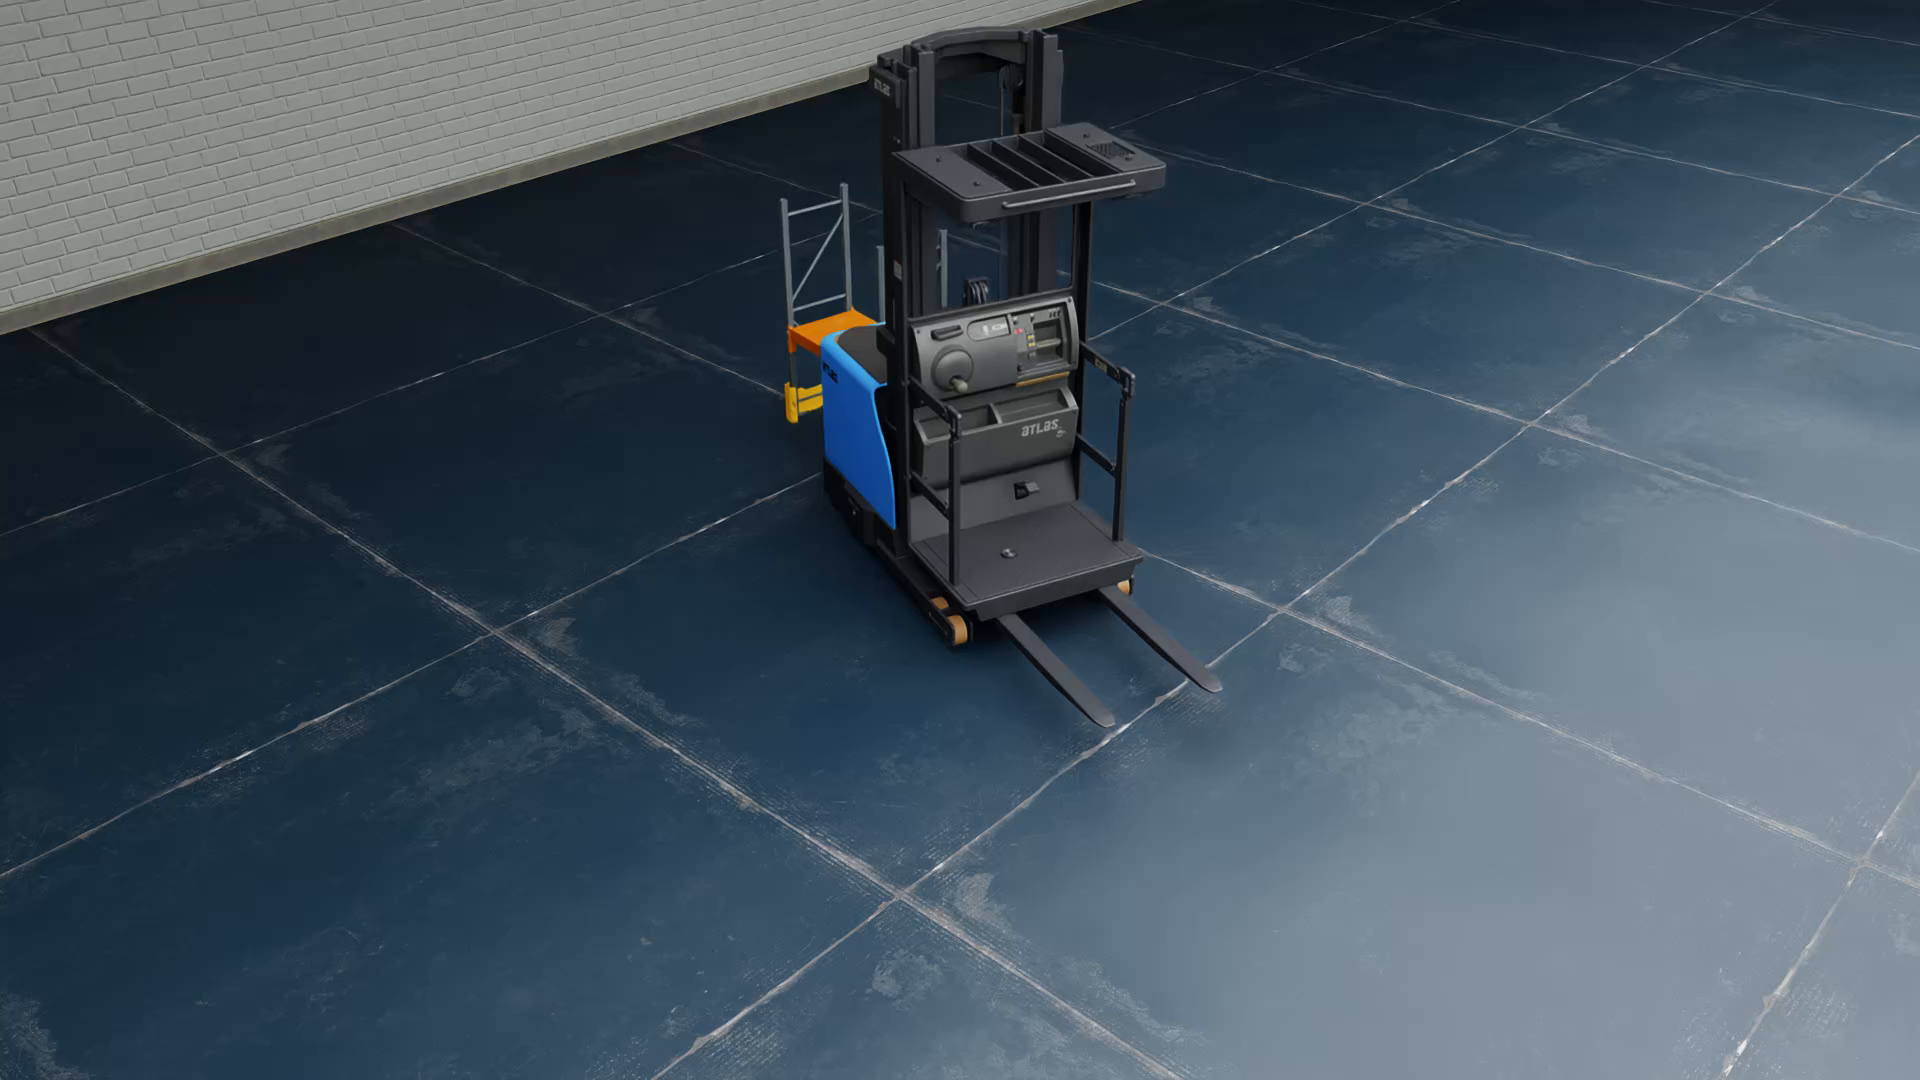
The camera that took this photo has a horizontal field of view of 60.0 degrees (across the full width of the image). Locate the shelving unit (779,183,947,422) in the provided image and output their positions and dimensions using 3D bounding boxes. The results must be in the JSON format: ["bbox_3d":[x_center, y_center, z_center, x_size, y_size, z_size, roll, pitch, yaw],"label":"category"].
[{"bbox_3d":[-0.595,-1.329,10.448,0.587,1.500,1.083,-22,38,-32],"label":"shelving unit"}]

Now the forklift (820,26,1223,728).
[{"bbox_3d":[0.293,-0.958,8.444,1.130,2.935,3.031,-15,34,-23],"label":"forklift"}]

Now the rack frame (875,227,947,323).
[{"bbox_3d":[-0.285,-1.127,10.113,0.500,1.500,0.032,-22,38,-32],"label":"rack frame"}]

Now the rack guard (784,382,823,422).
[{"bbox_3d":[-0.905,-0.995,11.104,0.587,0.250,0.087,-22,38,-32],"label":"rack guard"}]

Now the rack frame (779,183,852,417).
[{"bbox_3d":[-0.917,-1.538,10.795,0.500,1.500,0.032,-22,38,-32],"label":"rack frame"}]

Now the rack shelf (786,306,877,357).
[{"bbox_3d":[-0.601,-1.178,10.546,0.538,0.185,1.000,-22,38,-32],"label":"rack shelf"}]
